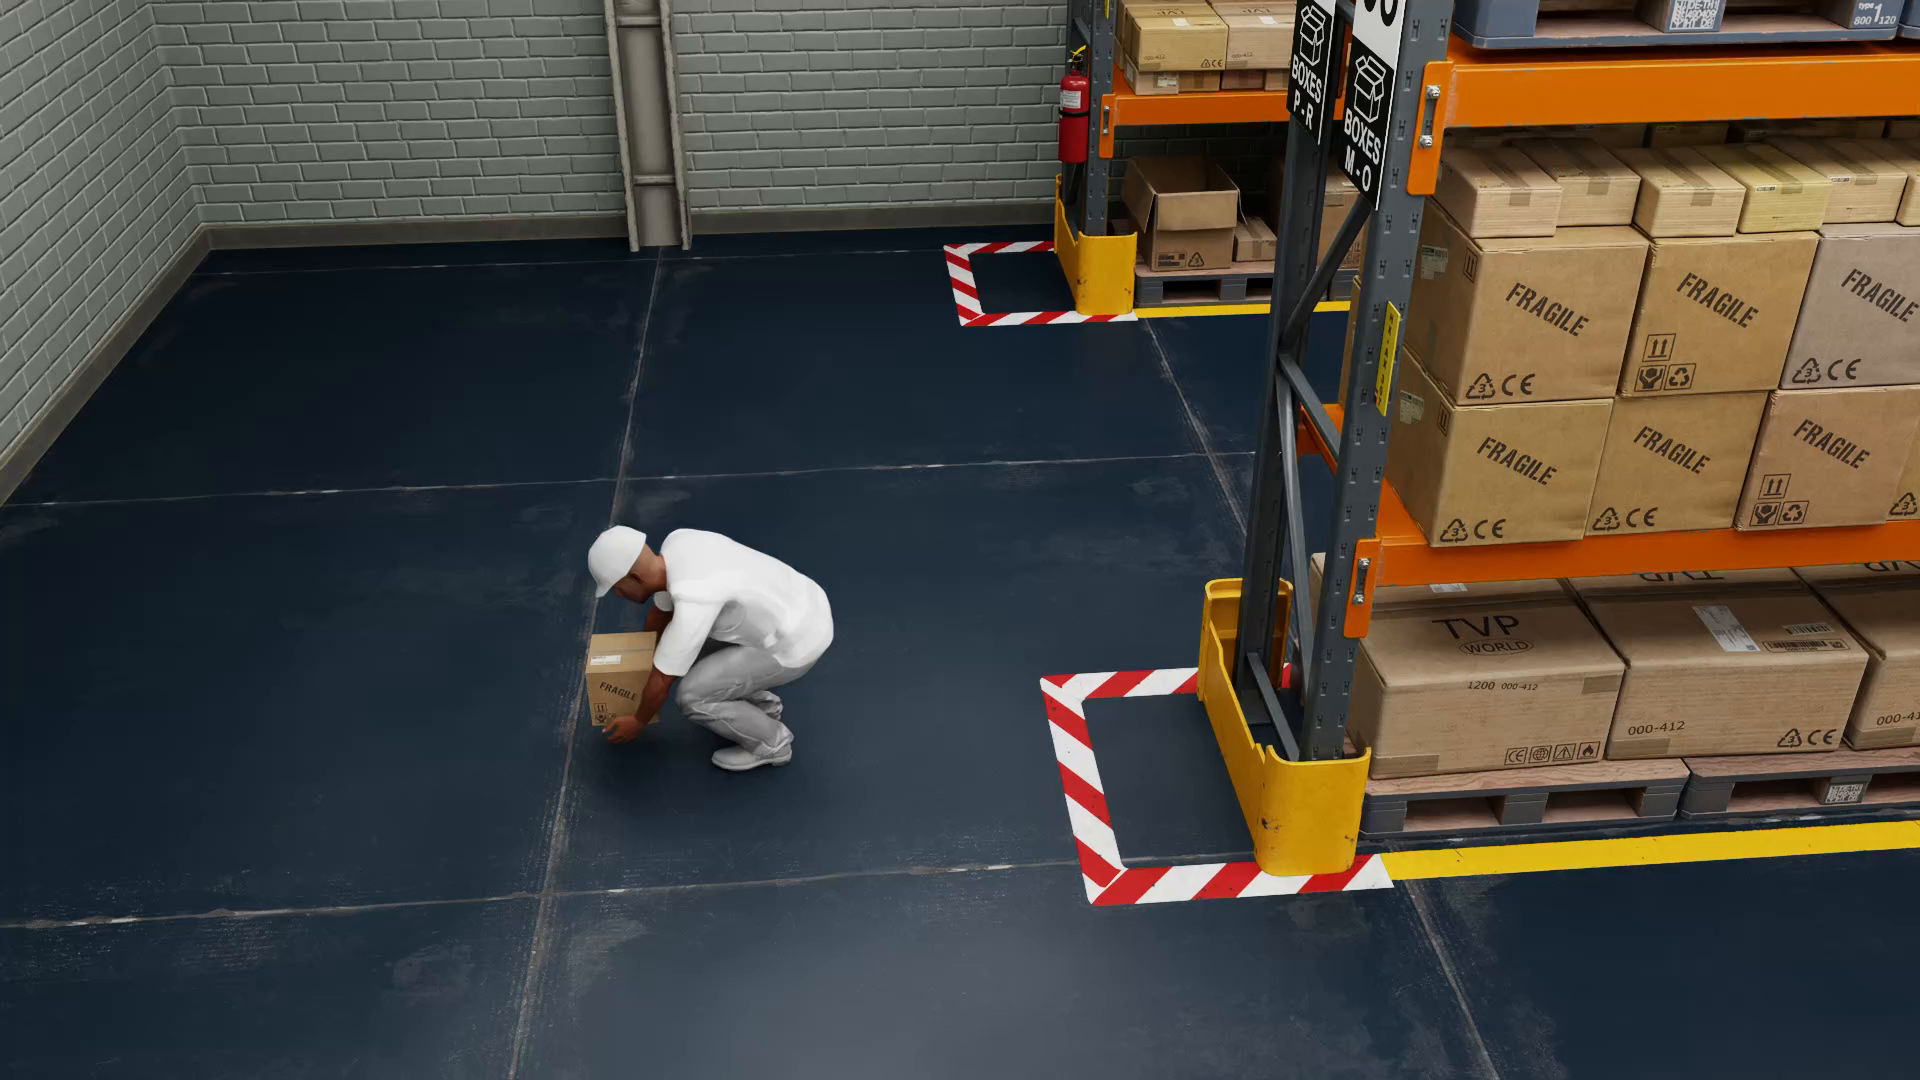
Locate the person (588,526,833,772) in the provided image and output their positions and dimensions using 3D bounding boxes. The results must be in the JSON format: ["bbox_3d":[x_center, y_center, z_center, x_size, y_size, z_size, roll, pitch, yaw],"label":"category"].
[{"bbox_3d":[-0.919,0.373,6.211,0.890,1.028,0.583,-3,31,-5],"label":"person"}]
